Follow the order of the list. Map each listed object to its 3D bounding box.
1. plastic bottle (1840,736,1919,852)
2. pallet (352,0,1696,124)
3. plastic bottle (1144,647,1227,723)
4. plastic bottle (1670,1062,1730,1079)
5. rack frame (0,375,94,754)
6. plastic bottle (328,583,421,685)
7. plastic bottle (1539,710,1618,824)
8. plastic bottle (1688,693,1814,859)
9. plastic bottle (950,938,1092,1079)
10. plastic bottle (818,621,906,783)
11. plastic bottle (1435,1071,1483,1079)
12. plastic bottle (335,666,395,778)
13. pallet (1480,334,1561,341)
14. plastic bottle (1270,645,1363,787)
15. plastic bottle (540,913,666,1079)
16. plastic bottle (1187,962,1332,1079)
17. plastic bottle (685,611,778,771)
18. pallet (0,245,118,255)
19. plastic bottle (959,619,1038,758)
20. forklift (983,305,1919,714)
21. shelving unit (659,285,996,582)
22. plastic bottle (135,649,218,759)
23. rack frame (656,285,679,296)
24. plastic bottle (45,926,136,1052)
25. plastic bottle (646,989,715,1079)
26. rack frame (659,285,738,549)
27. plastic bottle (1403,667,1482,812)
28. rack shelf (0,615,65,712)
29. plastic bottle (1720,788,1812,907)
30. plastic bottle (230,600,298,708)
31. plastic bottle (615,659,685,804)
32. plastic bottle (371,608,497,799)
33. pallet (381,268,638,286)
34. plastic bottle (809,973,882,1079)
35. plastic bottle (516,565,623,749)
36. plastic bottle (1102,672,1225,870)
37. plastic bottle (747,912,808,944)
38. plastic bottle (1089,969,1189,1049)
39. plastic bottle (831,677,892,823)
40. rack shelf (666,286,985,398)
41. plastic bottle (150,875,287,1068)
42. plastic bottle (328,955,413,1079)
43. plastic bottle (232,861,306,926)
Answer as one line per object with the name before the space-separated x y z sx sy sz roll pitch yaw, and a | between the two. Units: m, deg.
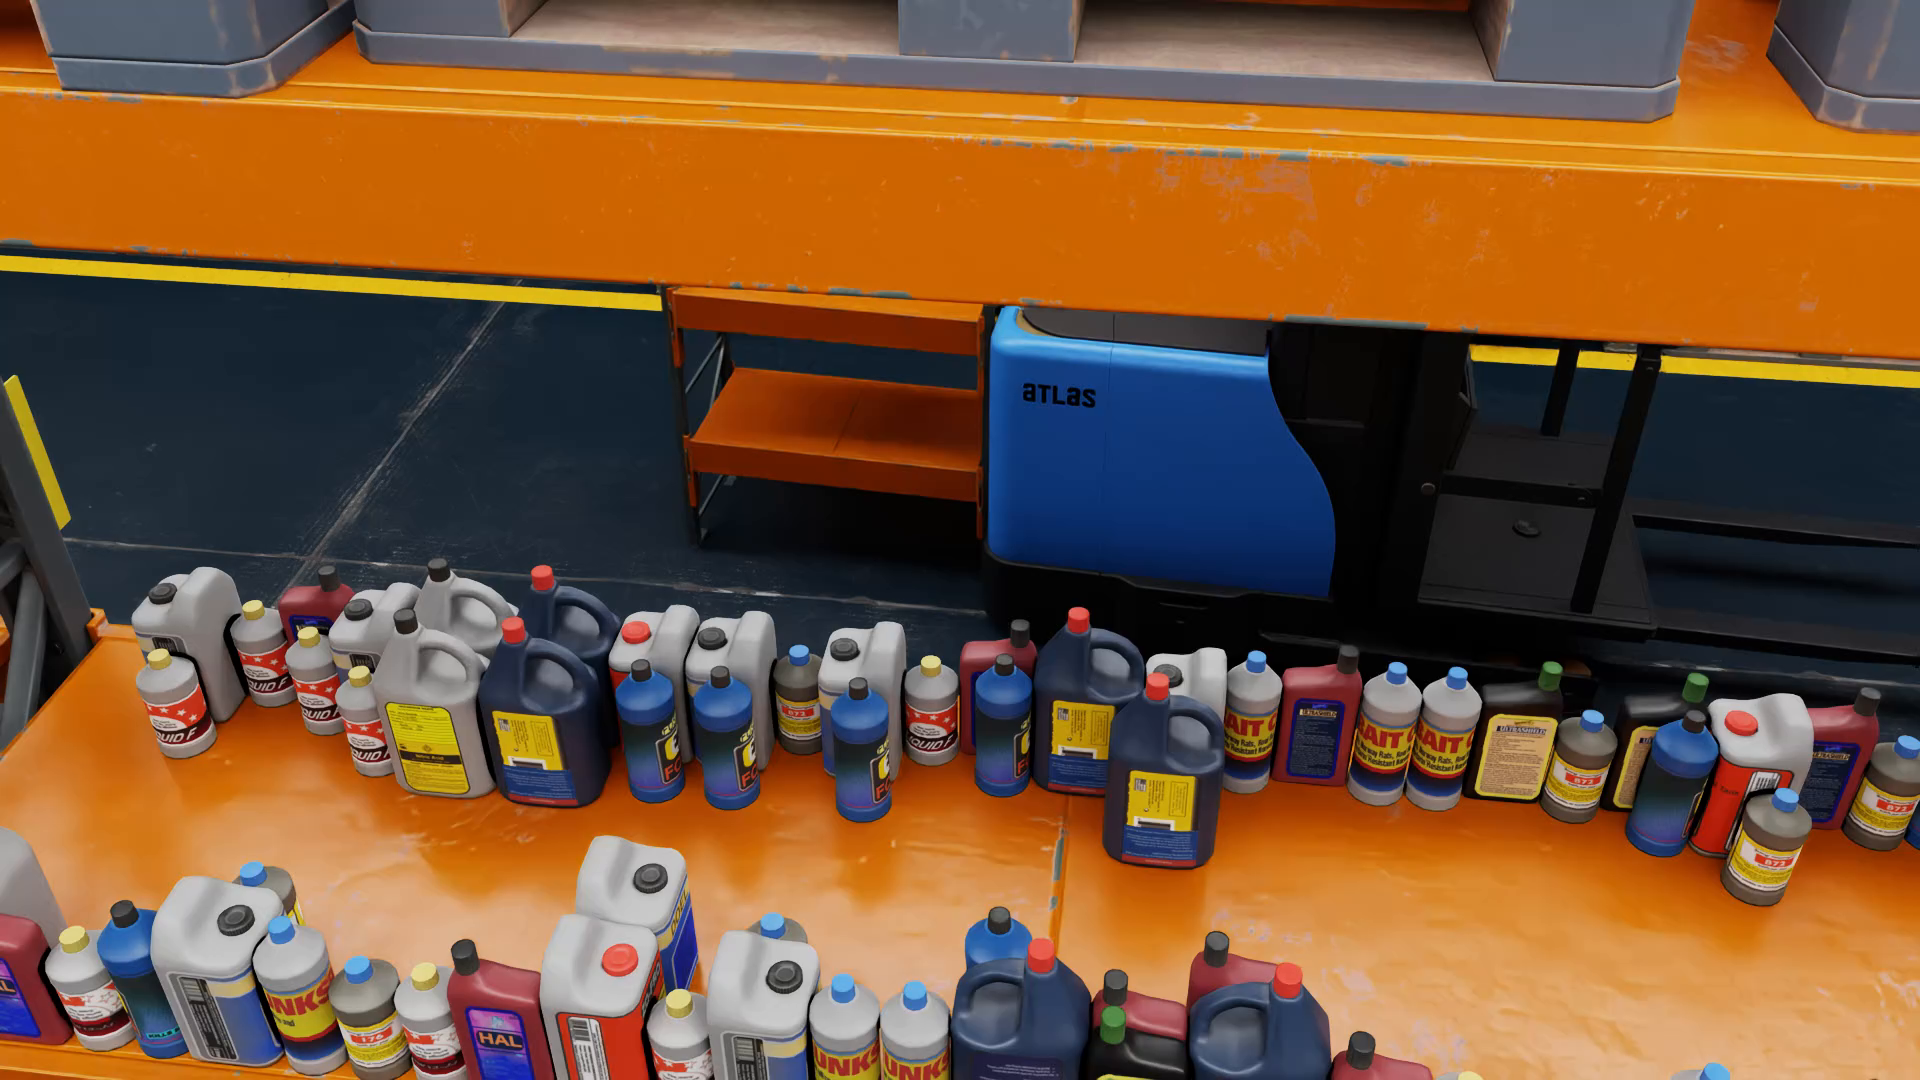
plastic bottle | 1.544 0.411 2.763 0.097 0.201 0.097 0 36 0
pallet | 0.088 -0.776 1.835 1.213 0.211 1.003 4 36 6
plastic bottle | 0.377 0.310 2.841 0.135 0.276 0.152 4 36 6
plastic bottle | 0.958 0.784 2.181 0.097 0.271 0.097 0 36 0
rack frame | -1.827 0.284 2.770 0.127 3.000 1.000 4 36 6
plastic bottle | -1.033 0.205 2.988 0.135 0.276 0.152 4 36 6
plastic bottle | 1.050 0.374 2.814 0.097 0.201 0.097 0 36 0
plastic bottle | 1.294 0.378 2.745 0.135 0.276 0.152 4 36 6
plastic bottle | 0.083 0.672 2.268 0.185 0.351 0.144 4 36 6
plastic bottle | -0.169 0.269 2.898 0.135 0.276 0.152 4 36 6
plastic bottle | 0.668 0.790 2.231 0.097 0.201 0.097 0 36 0
plastic bottle | -1.030 0.308 2.907 0.097 0.201 0.097 0 36 0
pallet | 1.999 -1.240 7.306 1.213 0.211 1.003 4 36 6
plastic bottle | 0.612 0.298 2.851 0.133 0.283 0.061 4 36 6
plastic bottle | -0.498 0.657 2.354 0.135 0.276 0.152 4 36 6
plastic bottle | 0.399 0.696 2.235 0.185 0.351 0.144 4 36 6
plastic bottle | -0.399 0.252 2.922 0.135 0.276 0.152 4 36 6
pallet | -4.361 -1.716 7.973 1.213 0.211 1.003 4 36 6
plastic bottle | 0.066 0.257 2.908 0.133 0.283 0.061 4 36 6
forklift | 1.643 -1.006 4.637 3.031 2.935 1.130 6 36 9
shelving unit | -0.368 -0.516 5.505 1.048 1.125 0.538 6 36 9
plastic bottle | -1.392 0.281 2.945 0.097 0.201 0.097 0 36 0
rack frame | -1.196 -2.570 6.768 0.127 3.000 1.000 4 36 6
plastic bottle | -1.269 0.646 2.434 0.097 0.201 0.097 0 36 0
plastic bottle | -0.386 0.712 2.342 0.097 0.201 0.097 0 36 0
rack frame | -0.866 -0.573 5.584 0.032 1.125 0.500 6 36 9
plastic bottle | 0.821 0.329 2.818 0.097 0.271 0.097 0 36 0
rack shelf | -3.811 0.429 3.186 4.000 0.370 1.077 4 36 6
plastic bottle | 1.296 0.482 2.664 0.097 0.201 0.097 0 36 0
plastic bottle | -1.276 0.201 3.057 0.097 0.201 0.097 0 36 0
plastic bottle | -0.530 0.317 2.834 0.097 0.271 0.097 0 36 0
plastic bottle | -0.892 0.267 2.836 0.185 0.351 0.144 4 36 6
pallet | -1.940 -1.536 7.720 1.213 0.211 1.003 4 36 6
plastic bottle | -0.156 0.700 2.297 0.097 0.271 0.097 0 36 0
plastic bottle | -0.690 0.197 2.934 0.185 0.351 0.144 4 36 6
plastic bottle | 0.333 0.363 2.702 0.185 0.351 0.144 4 36 6
plastic bottle | -0.271 0.631 2.454 0.097 0.201 0.097 0 36 0
plastic bottle | 0.243 0.700 2.287 0.133 0.283 0.061 4 36 6
plastic bottle | -0.166 0.344 2.796 0.097 0.271 0.097 0 36 0
rack shelf | -0.368 -0.754 5.334 1.000 0.278 0.538 6 36 9
plastic bottle | -1.053 0.616 2.412 0.135 0.276 0.152 4 36 6
plastic bottle | -0.845 0.678 2.390 0.097 0.201 0.097 0 36 0
plastic bottle | -1.056 0.573 2.536 0.097 0.201 0.097 0 36 0
